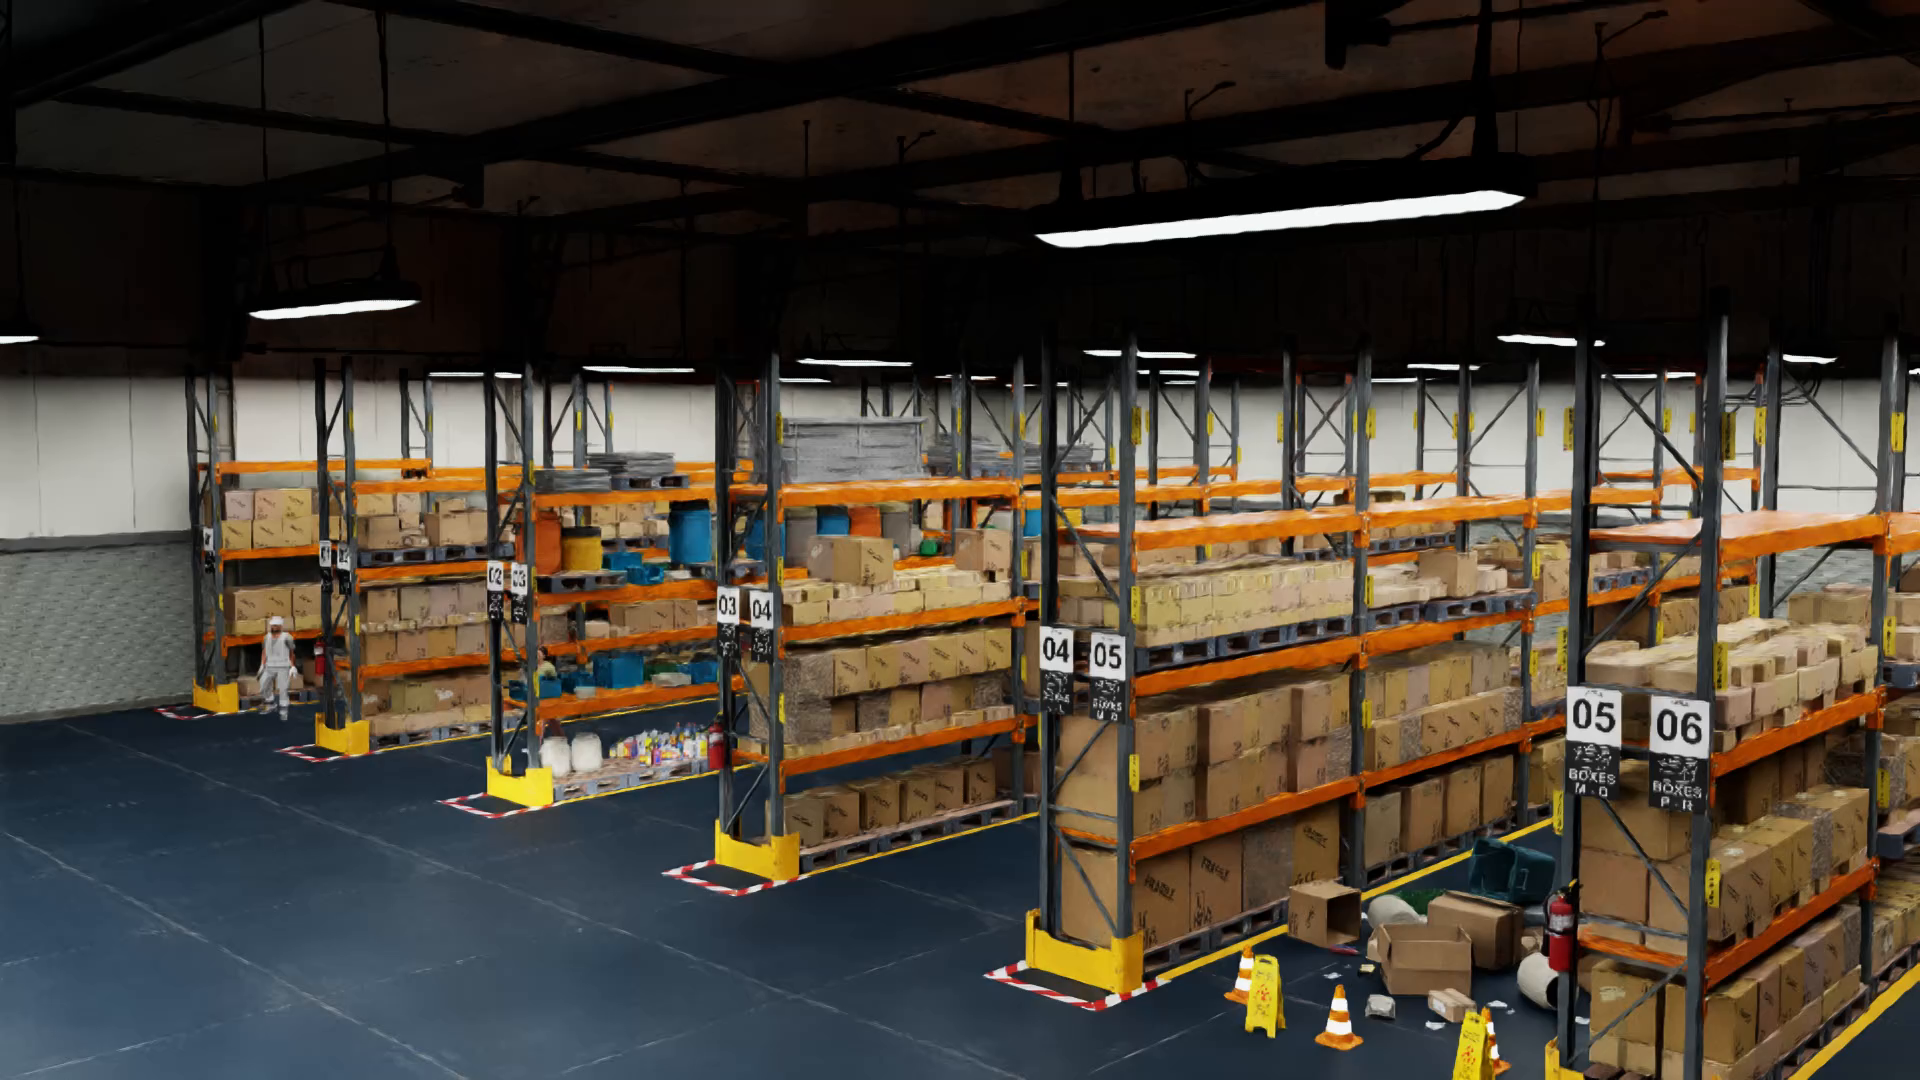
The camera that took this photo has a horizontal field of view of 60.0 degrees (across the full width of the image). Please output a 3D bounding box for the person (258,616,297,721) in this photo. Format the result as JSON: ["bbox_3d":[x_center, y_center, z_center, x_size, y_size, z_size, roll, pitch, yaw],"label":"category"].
[{"bbox_3d":[-11.480,2.136,27.901,0.715,1.777,0.530,0,4,5],"label":"person"}]

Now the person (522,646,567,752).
[{"bbox_3d":[-6.383,2.406,25.383,0.446,1.601,1.016,3,5,35],"label":"person"}]
